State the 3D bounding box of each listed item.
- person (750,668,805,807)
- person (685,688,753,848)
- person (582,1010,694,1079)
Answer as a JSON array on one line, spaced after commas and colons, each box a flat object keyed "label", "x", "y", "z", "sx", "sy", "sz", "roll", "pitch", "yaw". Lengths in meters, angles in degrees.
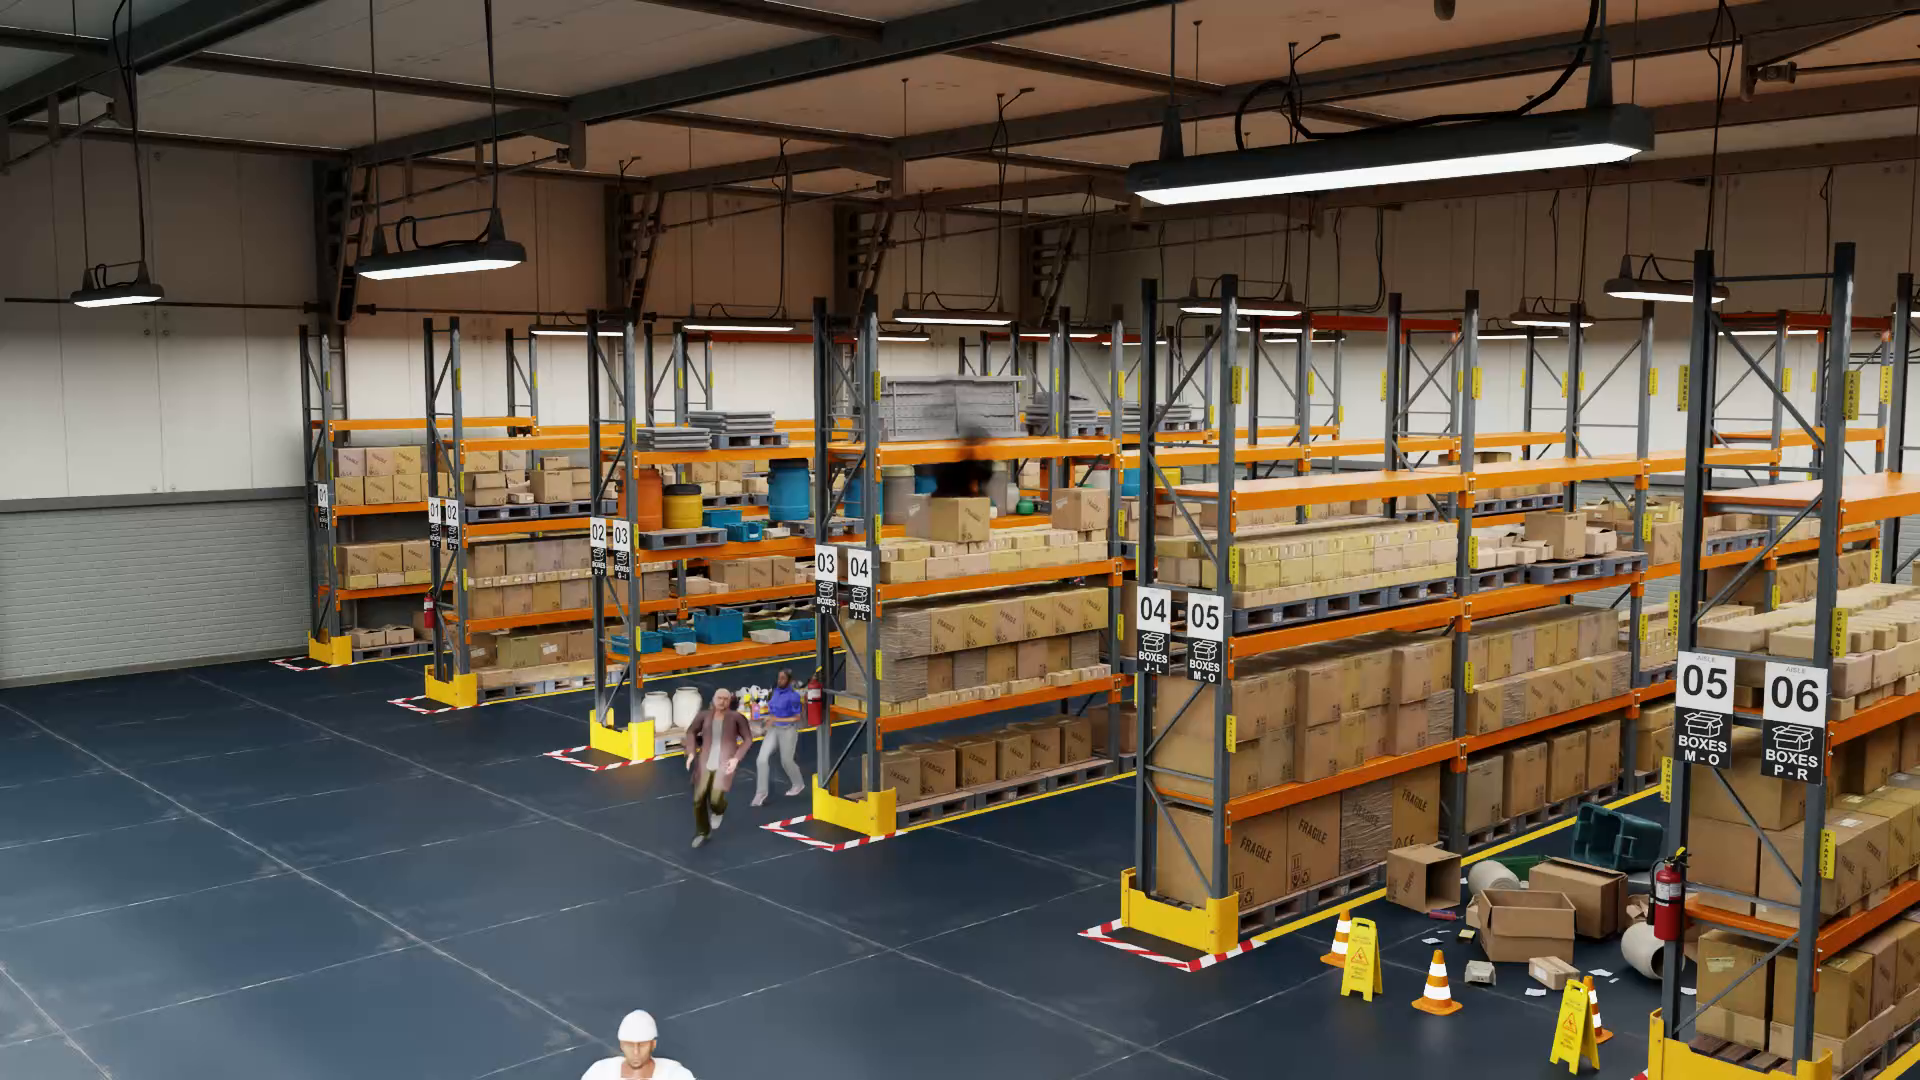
[{"label": "person", "x": -2.097, "y": 2.365, "z": 19.923, "sx": 0.571, "sy": 1.678, "sz": 0.756, "roll": 4, "pitch": 7, "yaw": 36}, {"label": "person", "x": -2.659, "y": 2.482, "z": 18.311, "sx": 0.745, "sy": 1.738, "sz": 0.641, "roll": 1, "pitch": 6, "yaw": 8}, {"label": "person", "x": -1.706, "y": 3.389, "z": 8.836, "sx": 0.675, "sy": 1.821, "sz": 0.820, "roll": -1, "pitch": 6, "yaw": -8}]
